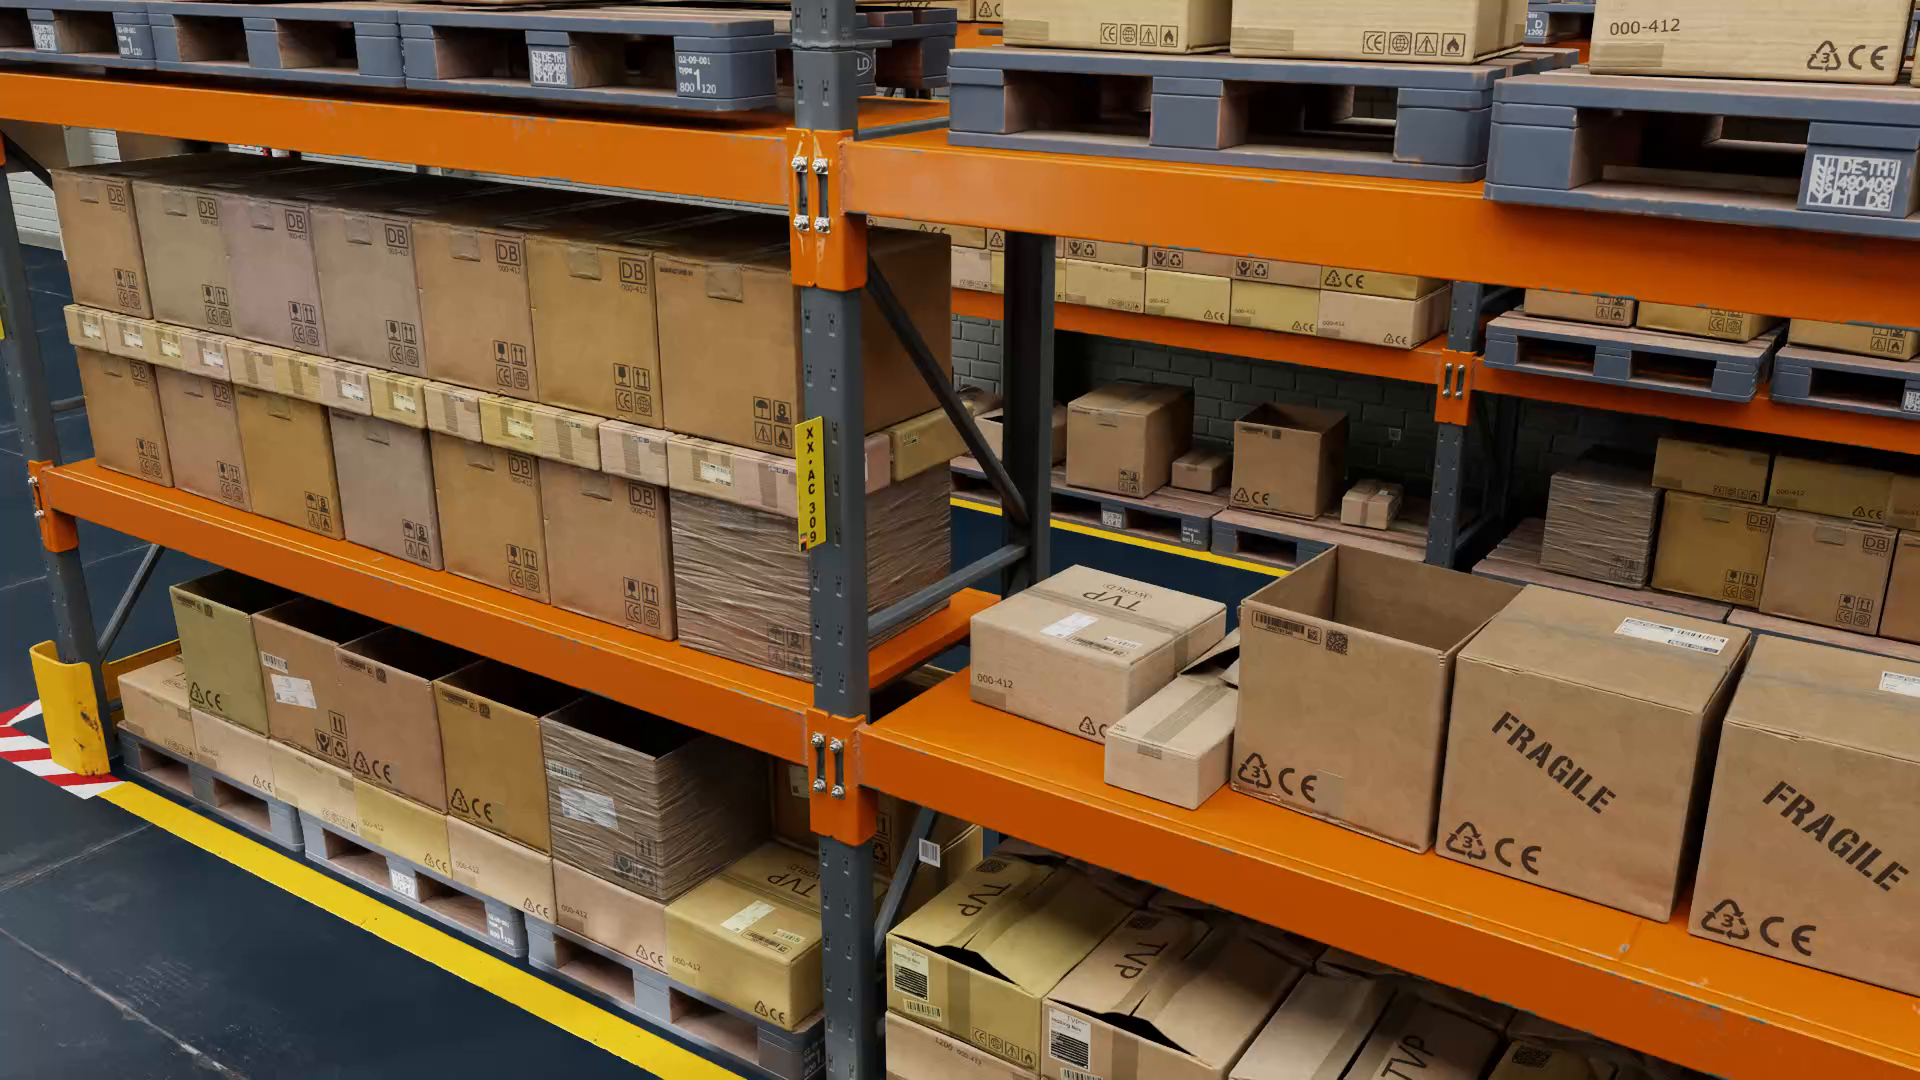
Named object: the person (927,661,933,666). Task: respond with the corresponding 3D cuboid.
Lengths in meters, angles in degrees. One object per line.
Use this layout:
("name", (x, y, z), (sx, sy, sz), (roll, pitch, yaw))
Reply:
("person", (-0.281, 0.082, 6.851), (0.361, 1.671, 0.503), (12, 23, 29))
